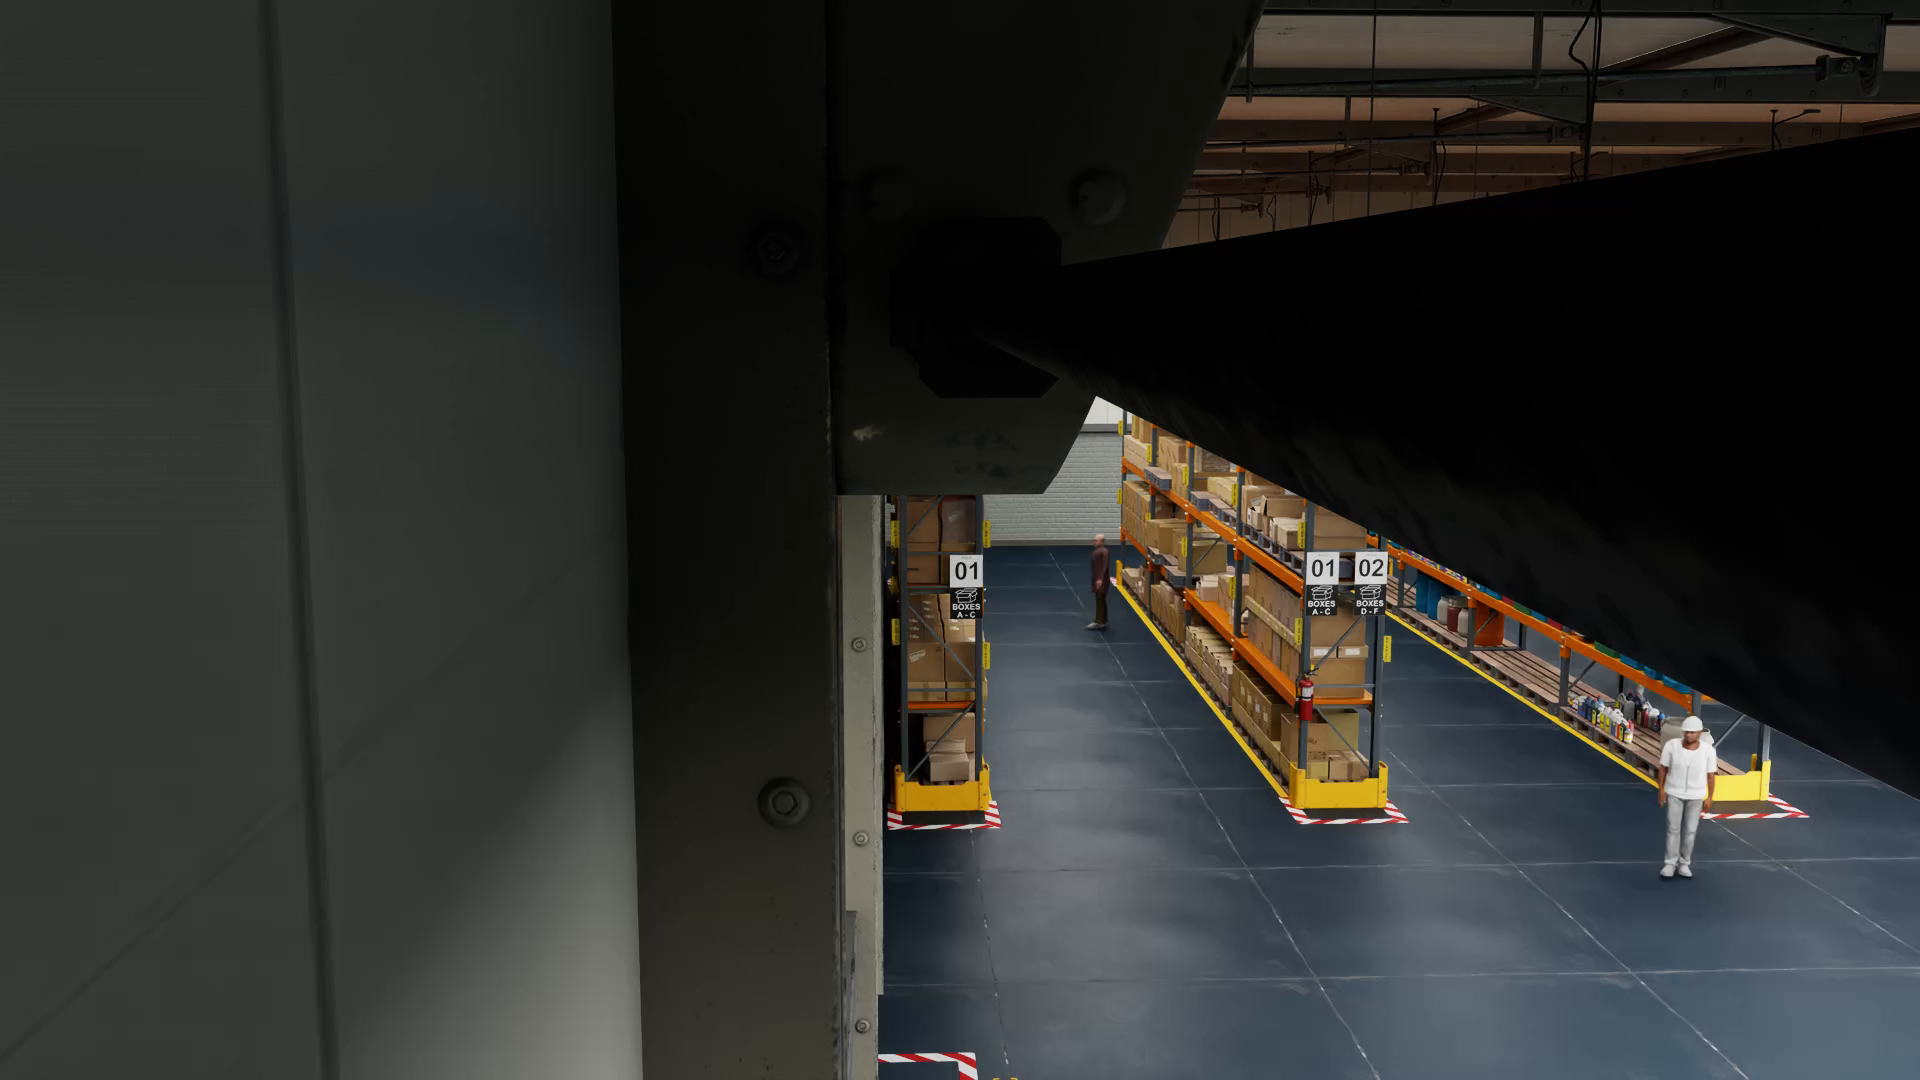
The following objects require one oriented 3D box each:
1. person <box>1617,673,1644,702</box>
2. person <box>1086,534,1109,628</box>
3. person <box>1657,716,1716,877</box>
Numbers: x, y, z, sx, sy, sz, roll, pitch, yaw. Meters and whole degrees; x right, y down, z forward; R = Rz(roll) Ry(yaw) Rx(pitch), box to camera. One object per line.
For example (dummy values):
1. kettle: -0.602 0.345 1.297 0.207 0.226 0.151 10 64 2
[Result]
1. person: 10.549 1.695 26.173 0.548 1.721 0.456 5 10 28
2. person: 2.605 0.770 31.689 0.476 1.784 0.617 -2 9 -15
3. person: 7.909 2.788 18.123 0.584 1.773 0.402 3 9 20
